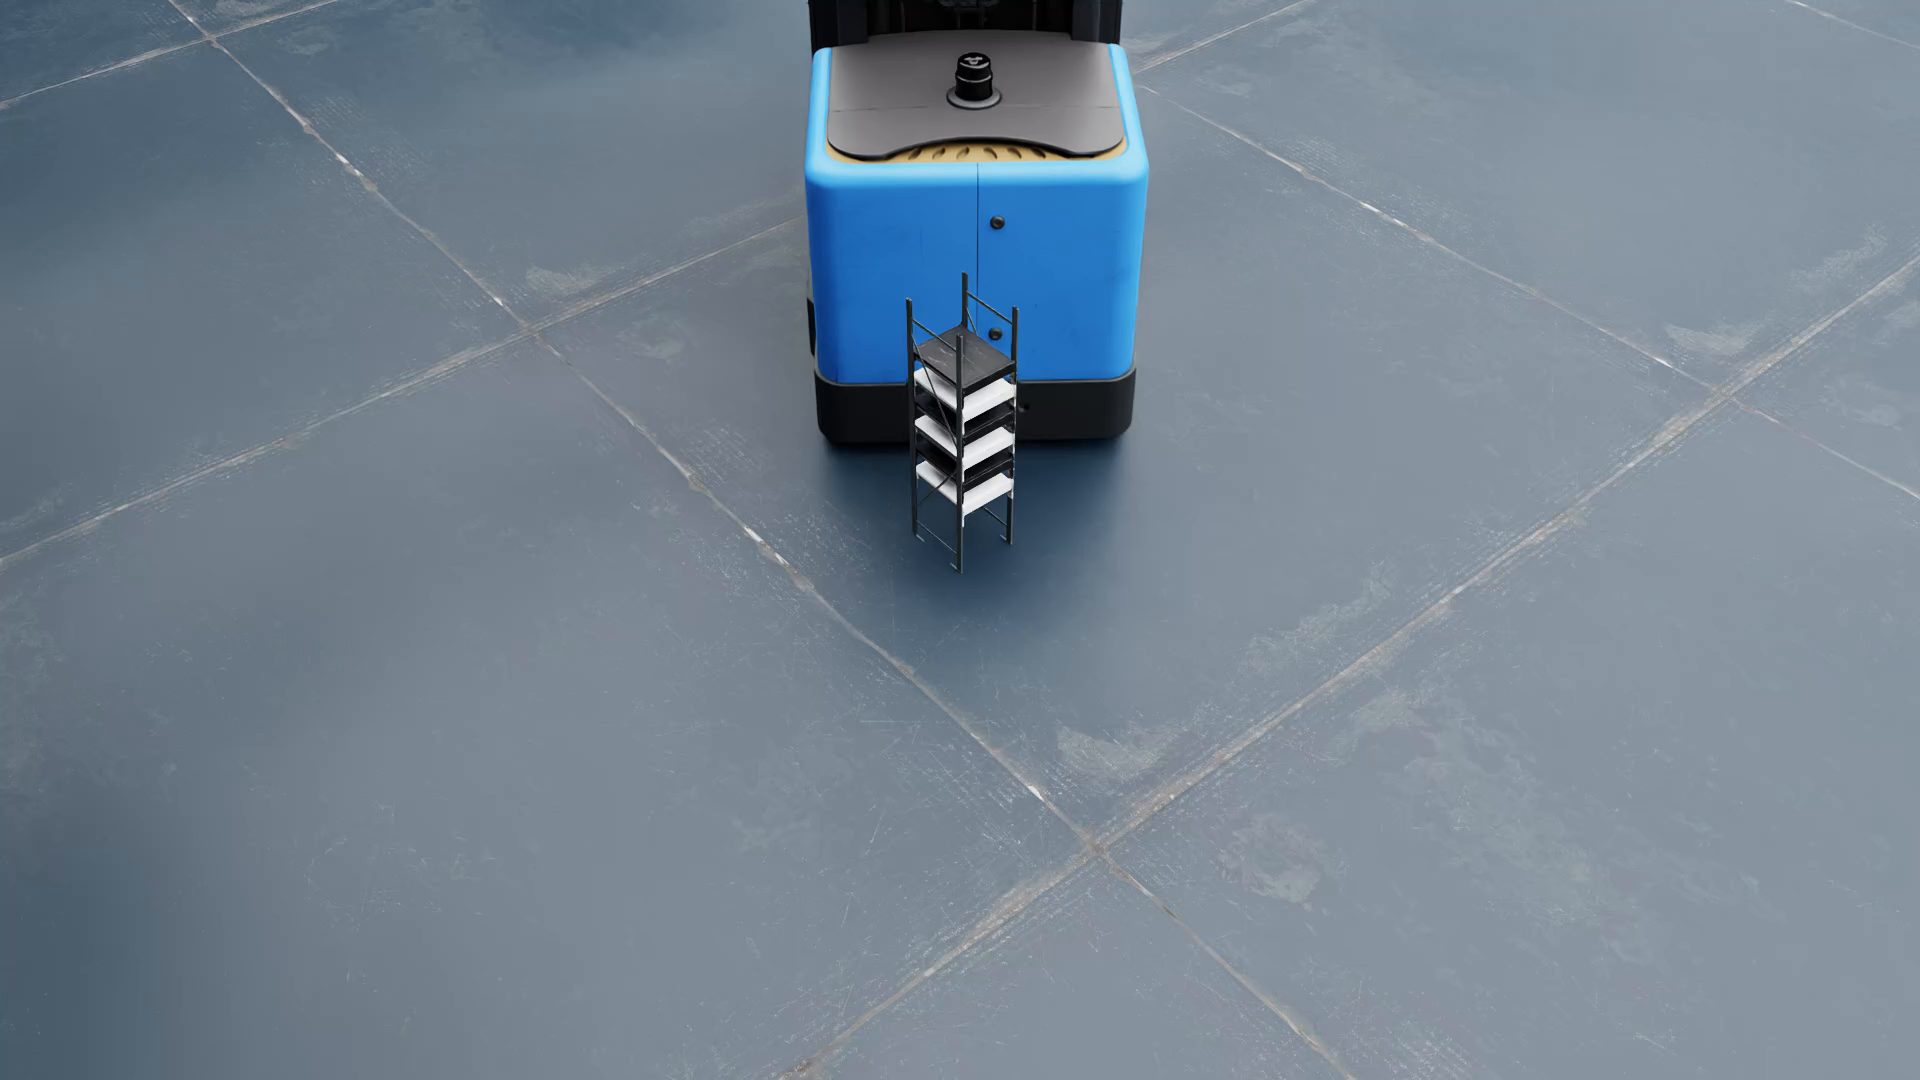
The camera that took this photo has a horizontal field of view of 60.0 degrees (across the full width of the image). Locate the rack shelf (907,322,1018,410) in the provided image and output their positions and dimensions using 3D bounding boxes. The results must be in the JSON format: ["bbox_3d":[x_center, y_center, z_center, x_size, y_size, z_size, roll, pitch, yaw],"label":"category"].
[{"bbox_3d":[0.006,-0.504,4.784,0.200,0.077,0.258,-30,51,-28],"label":"rack shelf"}]

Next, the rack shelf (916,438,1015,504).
[{"bbox_3d":[0.006,-0.242,5.030,0.200,0.077,0.258,-30,51,-28],"label":"rack shelf"}]

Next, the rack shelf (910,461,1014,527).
[{"bbox_3d":[0.006,-0.176,5.092,0.200,0.077,0.258,-30,51,-28],"label":"rack shelf"}]

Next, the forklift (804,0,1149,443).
[{"bbox_3d":[0.011,-2.379,5.642,1.130,2.935,3.031,-1,43,-1],"label":"forklift"}]

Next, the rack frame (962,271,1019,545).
[{"bbox_3d":[0.084,-0.376,4.993,0.006,0.900,0.240,-30,51,-28],"label":"rack frame"}]

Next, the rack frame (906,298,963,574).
[{"bbox_3d":[-0.072,-0.287,4.898,0.006,0.900,0.240,-30,51,-28],"label":"rack frame"}]

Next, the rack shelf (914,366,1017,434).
[{"bbox_3d":[0.006,-0.438,4.845,0.200,0.077,0.258,-30,51,-28],"label":"rack shelf"}]

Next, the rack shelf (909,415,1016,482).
[{"bbox_3d":[0.006,-0.307,4.969,0.200,0.077,0.258,-30,51,-28],"label":"rack shelf"}]

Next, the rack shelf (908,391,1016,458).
[{"bbox_3d":[0.006,-0.373,4.907,0.200,0.077,0.258,-30,51,-28],"label":"rack shelf"}]

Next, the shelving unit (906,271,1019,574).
[{"bbox_3d":[0.006,-0.332,4.946,0.210,0.900,0.258,-30,51,-28],"label":"shelving unit"}]
